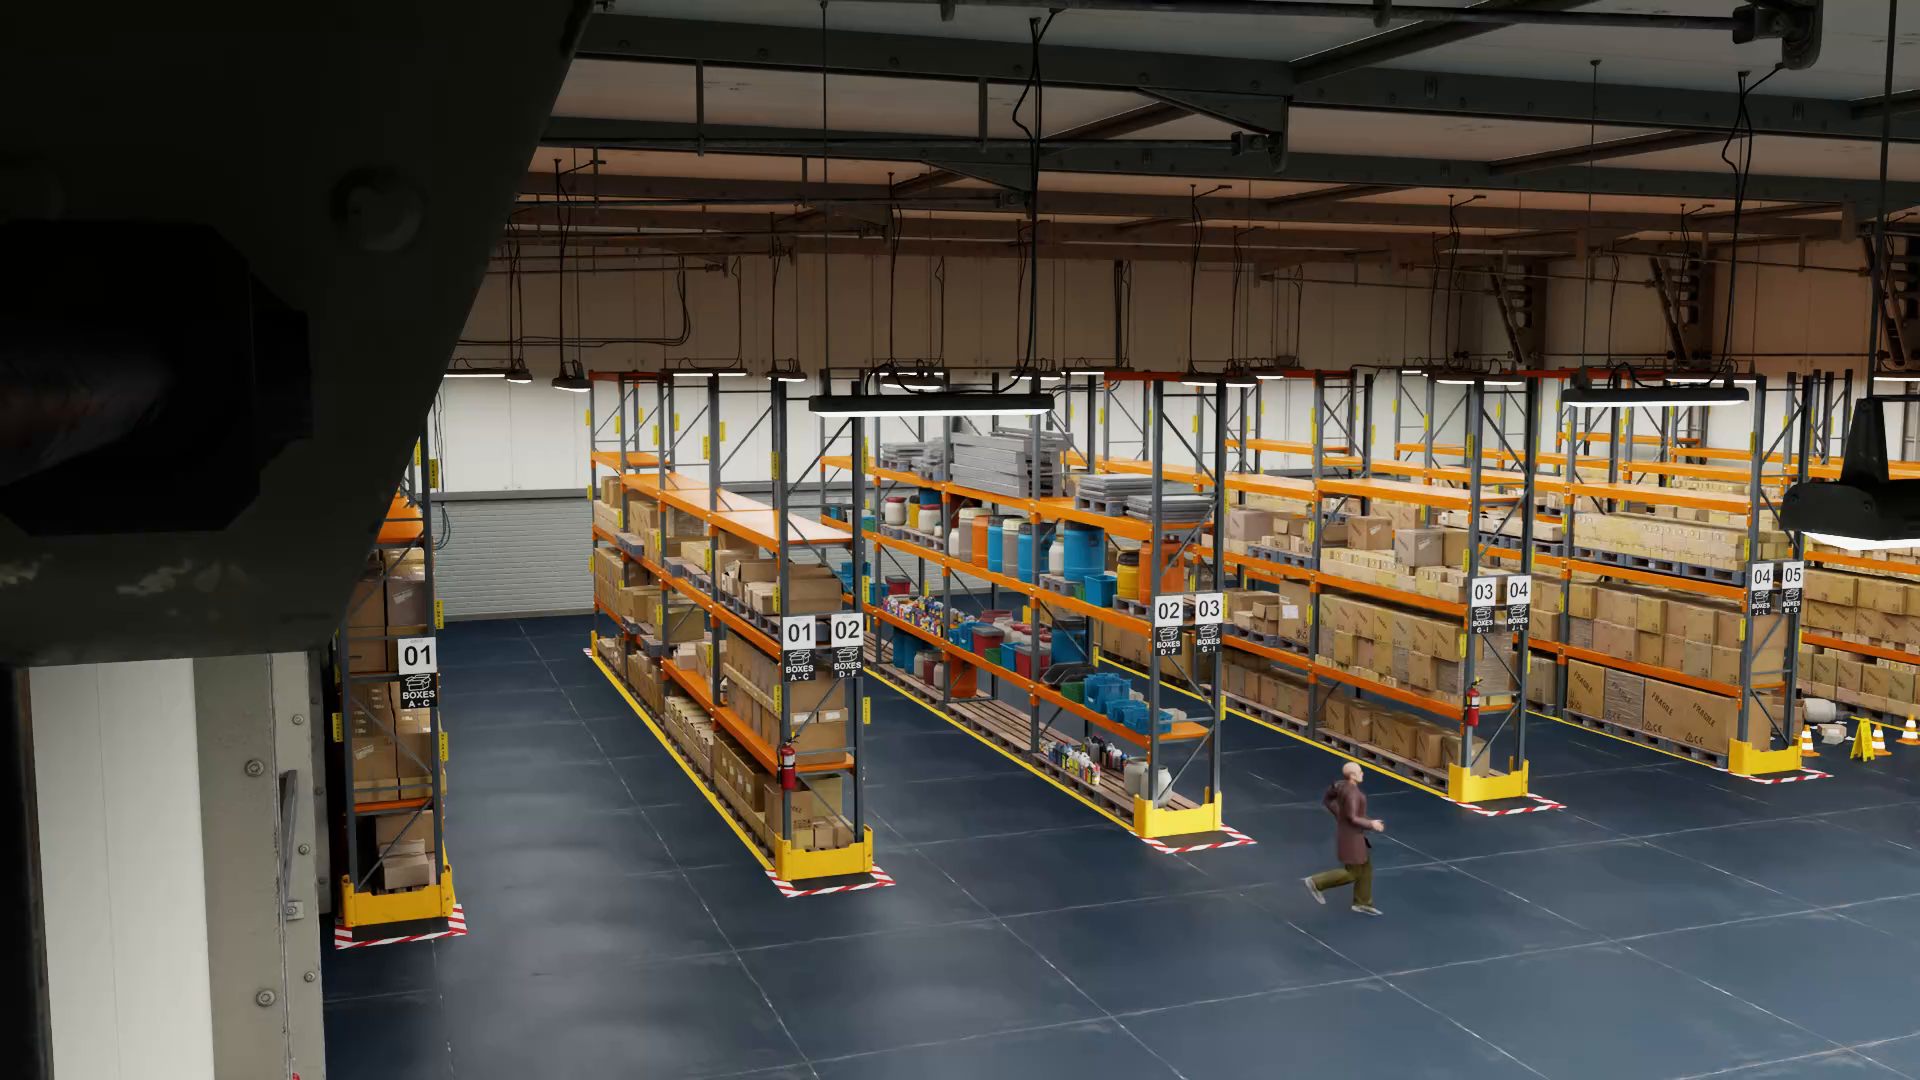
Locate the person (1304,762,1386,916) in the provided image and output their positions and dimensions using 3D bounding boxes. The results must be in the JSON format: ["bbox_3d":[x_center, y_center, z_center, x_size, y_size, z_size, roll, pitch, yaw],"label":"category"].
[{"bbox_3d":[4.357,3.388,18.795,0.902,1.790,0.720,0,6,1],"label":"person"}]
